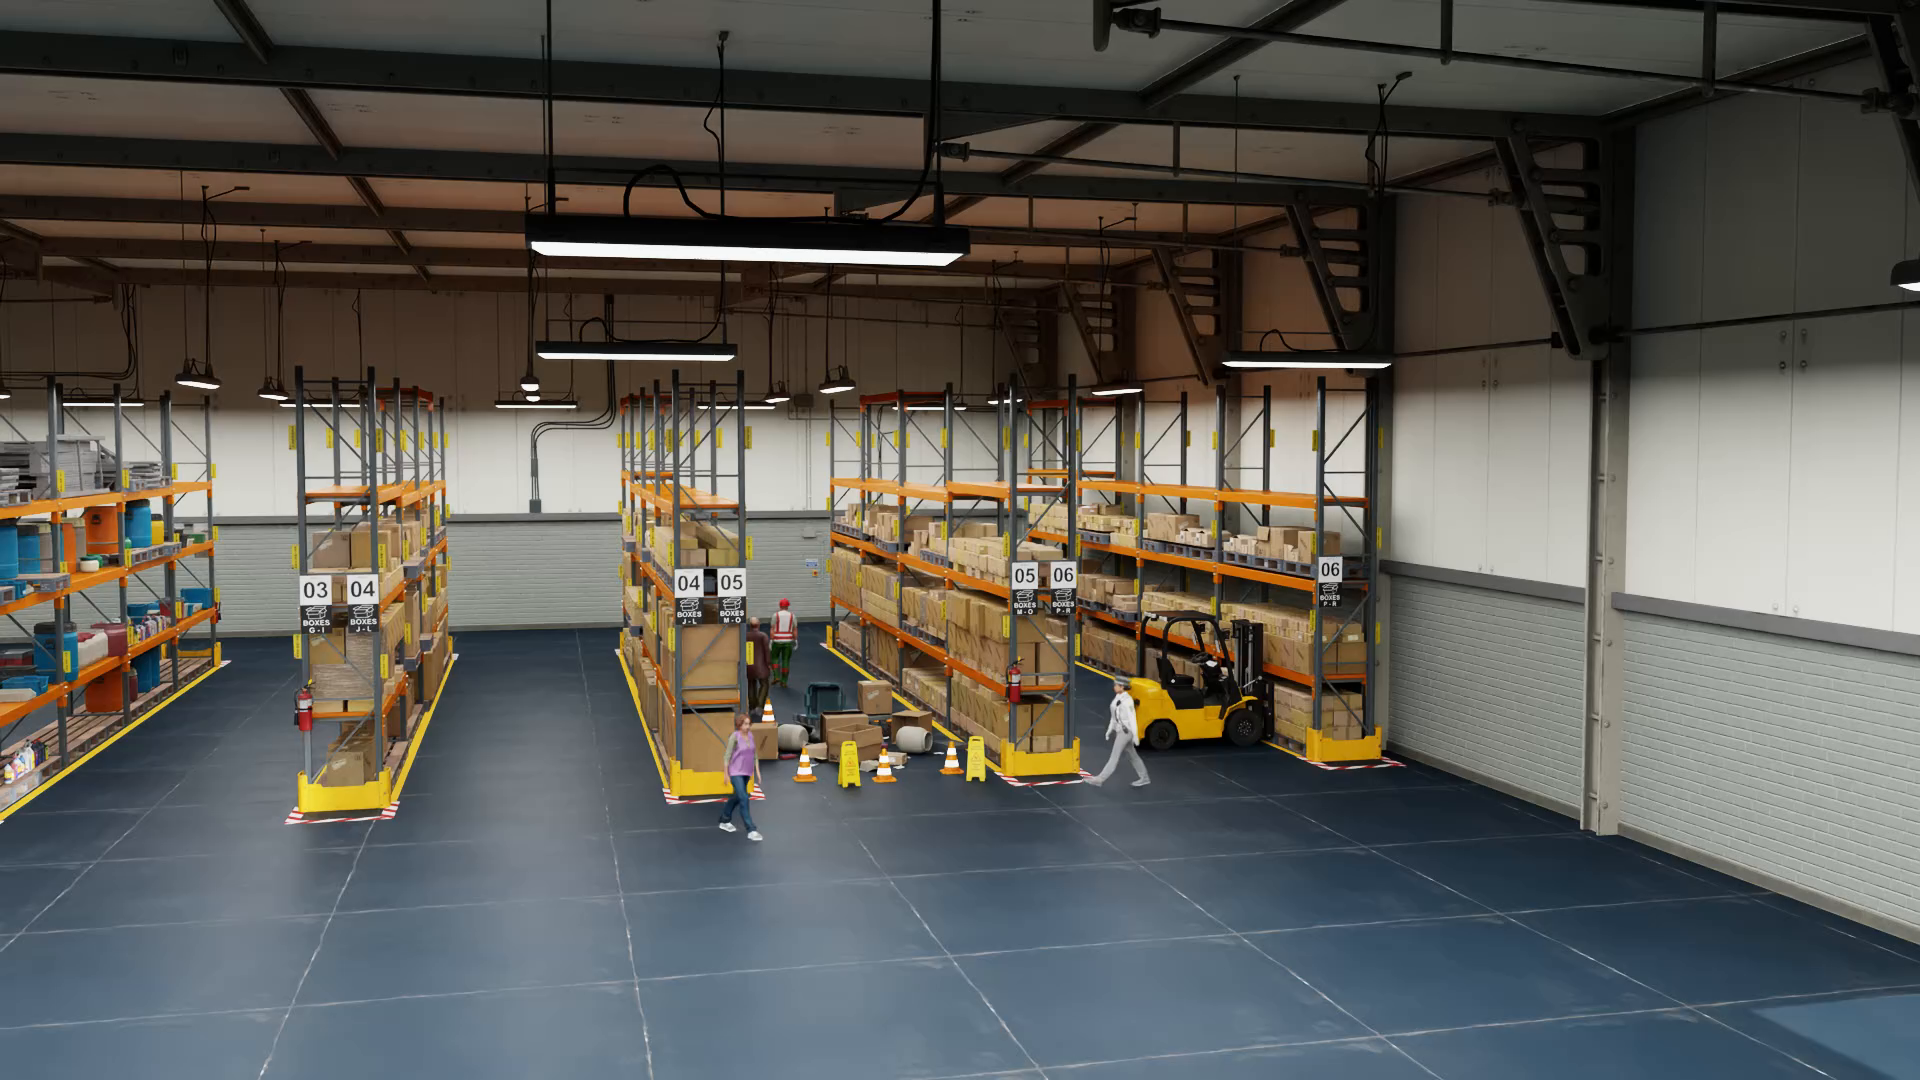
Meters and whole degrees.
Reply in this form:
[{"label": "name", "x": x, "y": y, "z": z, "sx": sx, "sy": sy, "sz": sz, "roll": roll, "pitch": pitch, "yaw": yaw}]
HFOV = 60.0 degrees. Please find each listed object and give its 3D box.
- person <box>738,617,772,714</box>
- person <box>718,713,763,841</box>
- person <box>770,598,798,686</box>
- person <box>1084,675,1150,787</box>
[{"label": "person", "x": -3.749, "y": 2.302, "z": 30.436, "sx": 0.633, "sy": 1.778, "sz": 0.562, "roll": 1, "pitch": 3, "yaw": 11}, {"label": "person", "x": -2.737, "y": 2.953, "z": 20.953, "sx": 0.919, "sy": 1.544, "sz": 0.446, "roll": 2, "pitch": 4, "yaw": 33}, {"label": "person", "x": -3.602, "y": 2.082, "z": 33.889, "sx": 0.601, "sy": 1.798, "sz": 0.428, "roll": -1, "pitch": 3, "yaw": -11}, {"label": "person", "x": 2.253, "y": 2.746, "z": 23.903, "sx": 1.023, "sy": 1.618, "sz": 0.511, "roll": 0, "pitch": 3, "yaw": -7}]
